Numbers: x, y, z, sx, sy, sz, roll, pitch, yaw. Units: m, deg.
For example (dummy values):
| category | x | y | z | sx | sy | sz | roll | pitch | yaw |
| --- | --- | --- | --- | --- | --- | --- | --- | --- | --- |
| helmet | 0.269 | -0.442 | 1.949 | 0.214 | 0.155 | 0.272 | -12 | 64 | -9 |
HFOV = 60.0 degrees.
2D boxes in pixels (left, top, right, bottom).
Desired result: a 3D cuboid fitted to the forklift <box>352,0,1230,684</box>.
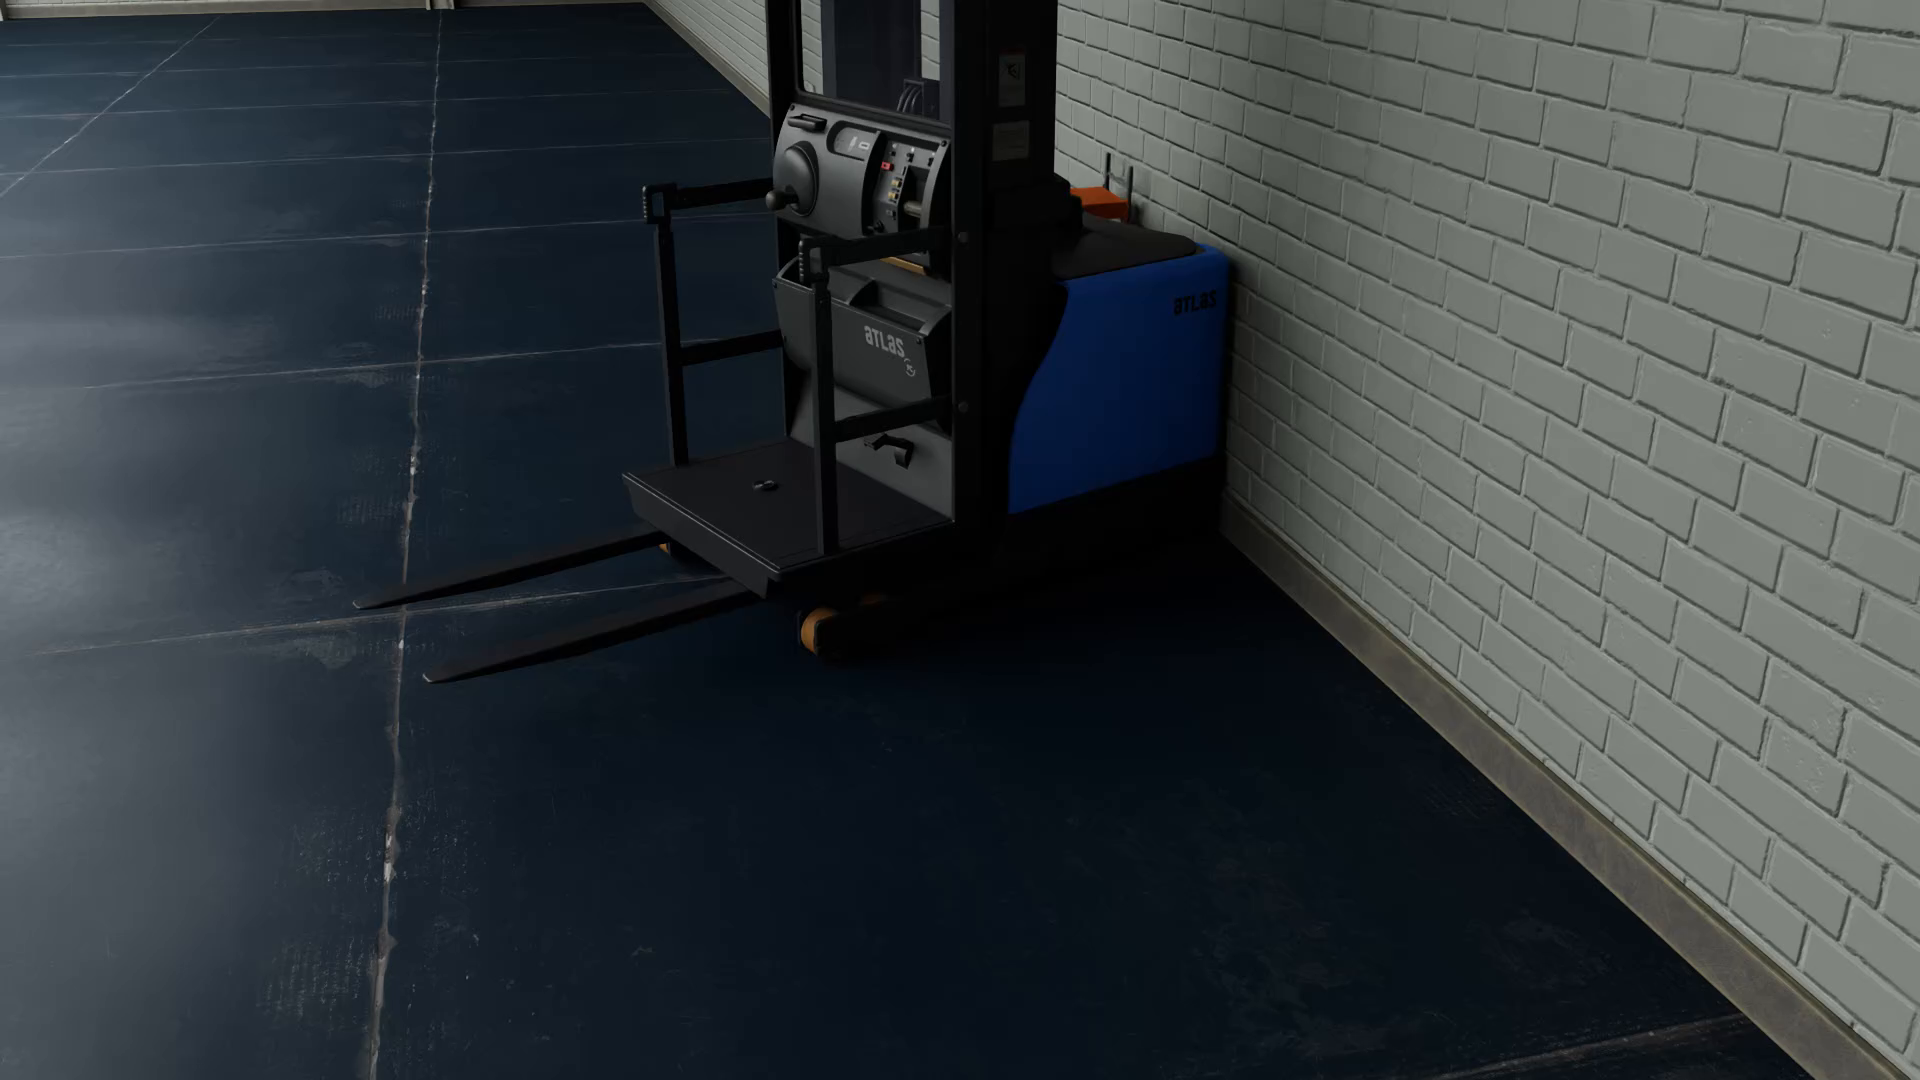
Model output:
| category | x | y | z | sx | sy | sz | roll | pitch | yaw |
| --- | --- | --- | --- | --- | --- | --- | --- | --- | --- |
| forklift | -0.501 | -1.199 | 5.327 | 3.031 | 2.935 | 1.130 | -16 | 28 | -33 |

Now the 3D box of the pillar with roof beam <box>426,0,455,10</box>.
| category | x | y | z | sx | sy | sz | roll | pitch | yaw |
| --- | --- | --- | --- | --- | --- | --- | --- | --- | --- |
| pillar with roof beam | -6.496 | -10.346 | 18.949 | 0.400 | 9.000 | 9.100 | -6 | 24 | -14 |

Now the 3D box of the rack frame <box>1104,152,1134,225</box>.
| category | x | y | z | sx | sy | sz | roll | pitch | yaw |
| --- | --- | --- | --- | --- | --- | --- | --- | --- | --- |
| rack frame | 0.642 | -1.029 | 7.105 | 0.015 | 1.200 | 0.240 | -8 | 29 | -18 |

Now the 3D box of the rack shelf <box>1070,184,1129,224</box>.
| category | x | y | z | sx | sy | sz | roll | pitch | yaw |
| --- | --- | --- | --- | --- | --- | --- | --- | --- | --- |
| rack shelf | 0.422 | -1.346 | 6.849 | 0.480 | 0.148 | 0.258 | -8 | 29 | -18 |

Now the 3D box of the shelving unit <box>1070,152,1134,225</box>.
| category | x | y | z | sx | sy | sz | roll | pitch | yaw |
| --- | --- | --- | --- | --- | --- | --- | --- | --- | --- |
| shelving unit | 0.413 | -0.996 | 7.027 | 0.503 | 1.200 | 0.258 | -8 | 29 | -18 |

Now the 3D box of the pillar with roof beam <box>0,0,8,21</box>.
| category | x | y | z | sx | sy | sz | roll | pitch | yaw |
| --- | --- | --- | --- | --- | --- | --- | --- | --- | --- |
| pillar with roof beam | -12.273 | -9.707 | 17.460 | 0.400 | 9.000 | 9.100 | -6 | 24 | -14 |
